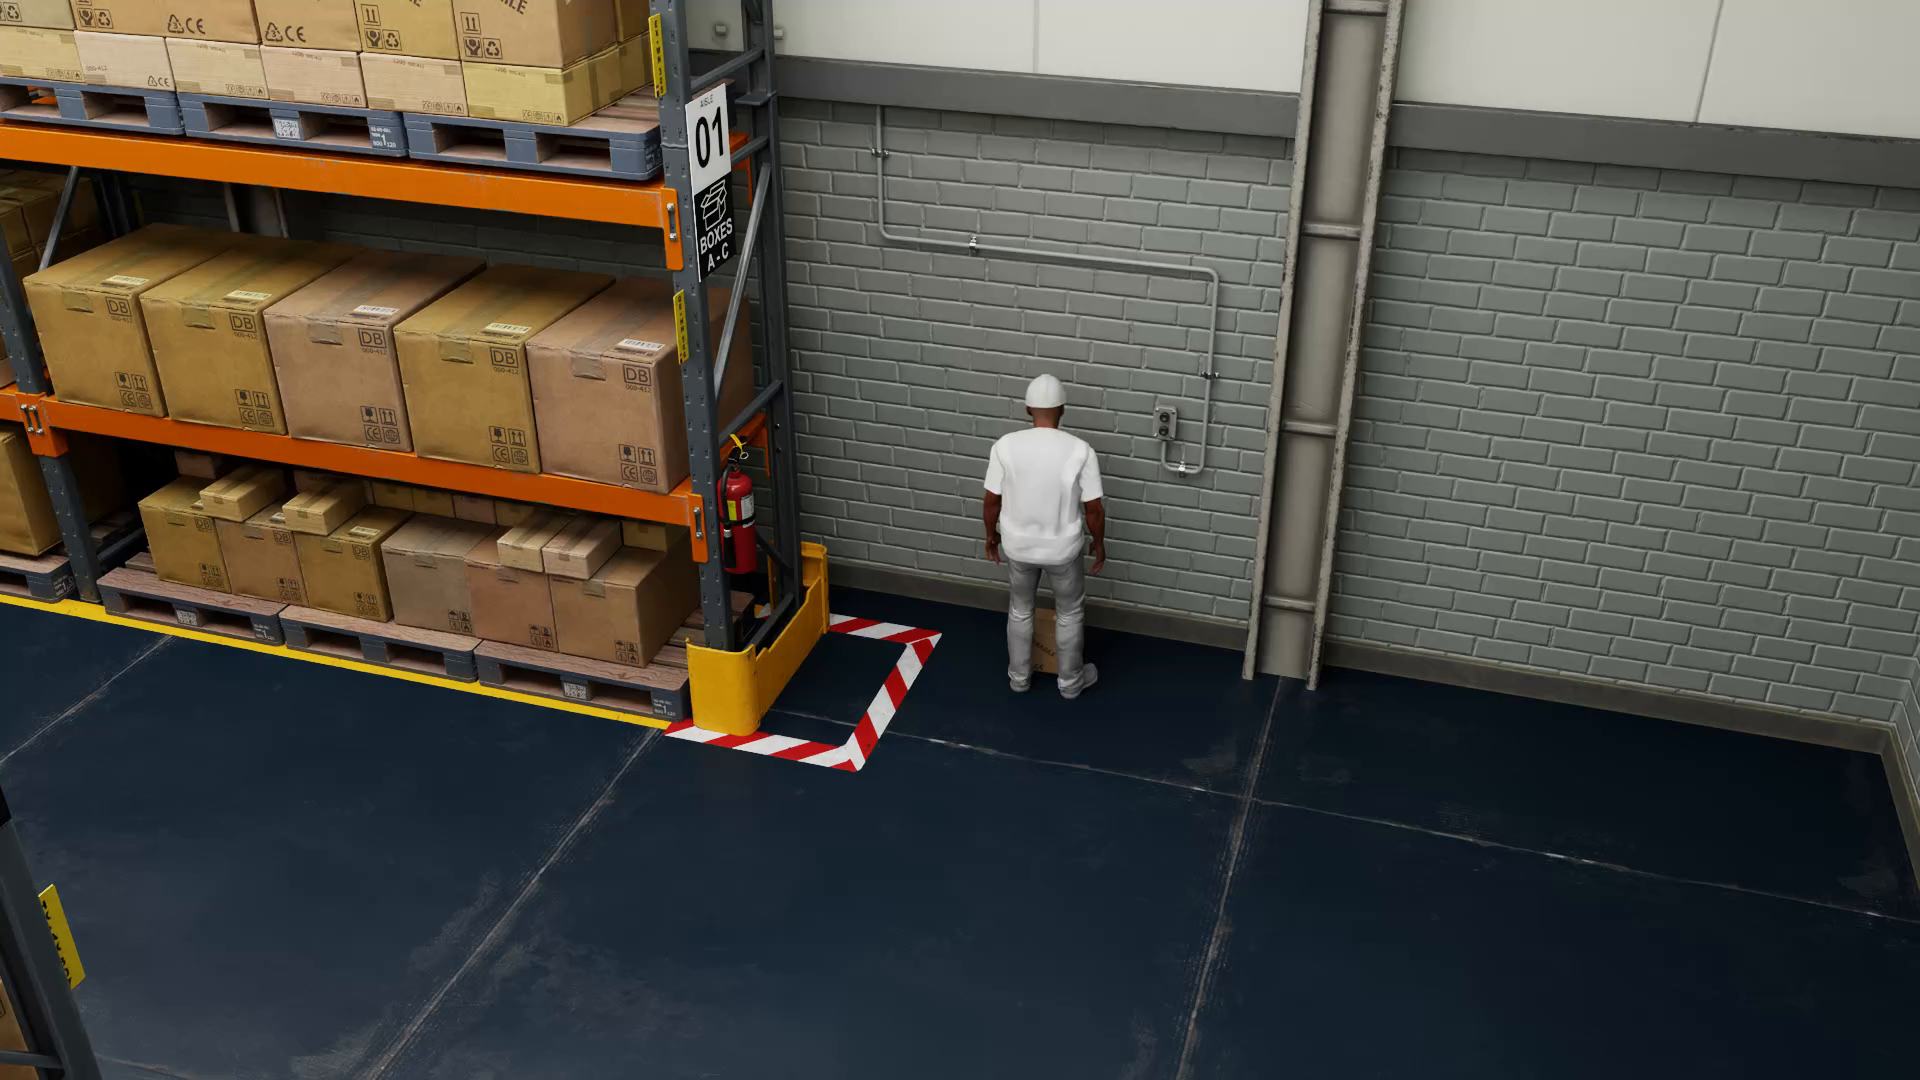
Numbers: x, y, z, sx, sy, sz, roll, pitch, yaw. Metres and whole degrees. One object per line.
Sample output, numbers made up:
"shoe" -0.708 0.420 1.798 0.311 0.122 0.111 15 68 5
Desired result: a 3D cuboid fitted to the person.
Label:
"person" 0.433 -0.002 8.495 0.629 1.759 0.460 7 30 12
